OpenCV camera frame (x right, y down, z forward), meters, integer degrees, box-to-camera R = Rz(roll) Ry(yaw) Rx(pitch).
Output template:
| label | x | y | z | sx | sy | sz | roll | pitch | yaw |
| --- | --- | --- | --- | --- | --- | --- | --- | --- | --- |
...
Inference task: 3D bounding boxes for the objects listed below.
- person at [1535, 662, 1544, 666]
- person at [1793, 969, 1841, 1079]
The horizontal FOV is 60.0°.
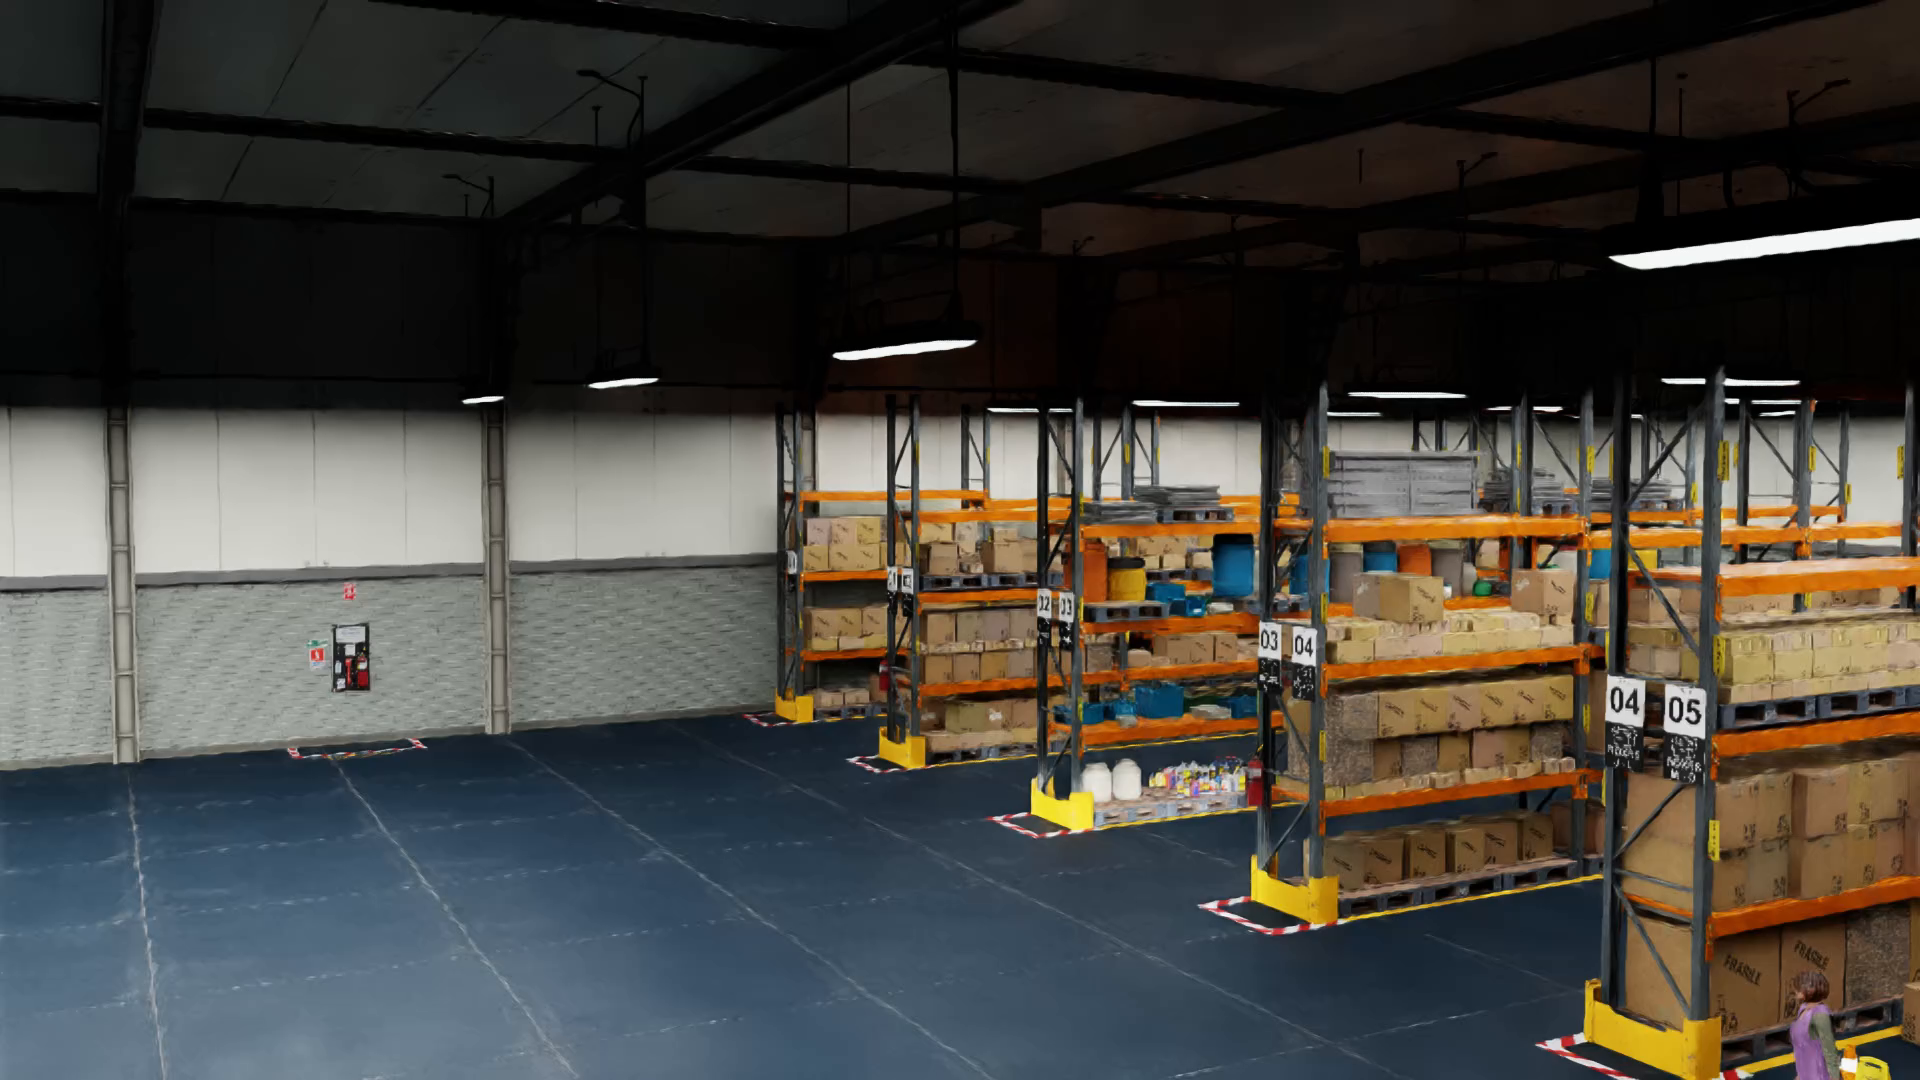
| label | x | y | z | sx | sy | sz | roll | pitch | yaw |
| --- | --- | --- | --- | --- | --- | --- | --- | --- | --- |
| person | 12.940 | 2.169 | 37.241 | 0.552 | 1.685 | 0.639 | -2 | 4 | -29 |
| person | 5.900 | 3.684 | 11.301 | 0.466 | 1.510 | 0.446 | 2 | 4 | 27 |
